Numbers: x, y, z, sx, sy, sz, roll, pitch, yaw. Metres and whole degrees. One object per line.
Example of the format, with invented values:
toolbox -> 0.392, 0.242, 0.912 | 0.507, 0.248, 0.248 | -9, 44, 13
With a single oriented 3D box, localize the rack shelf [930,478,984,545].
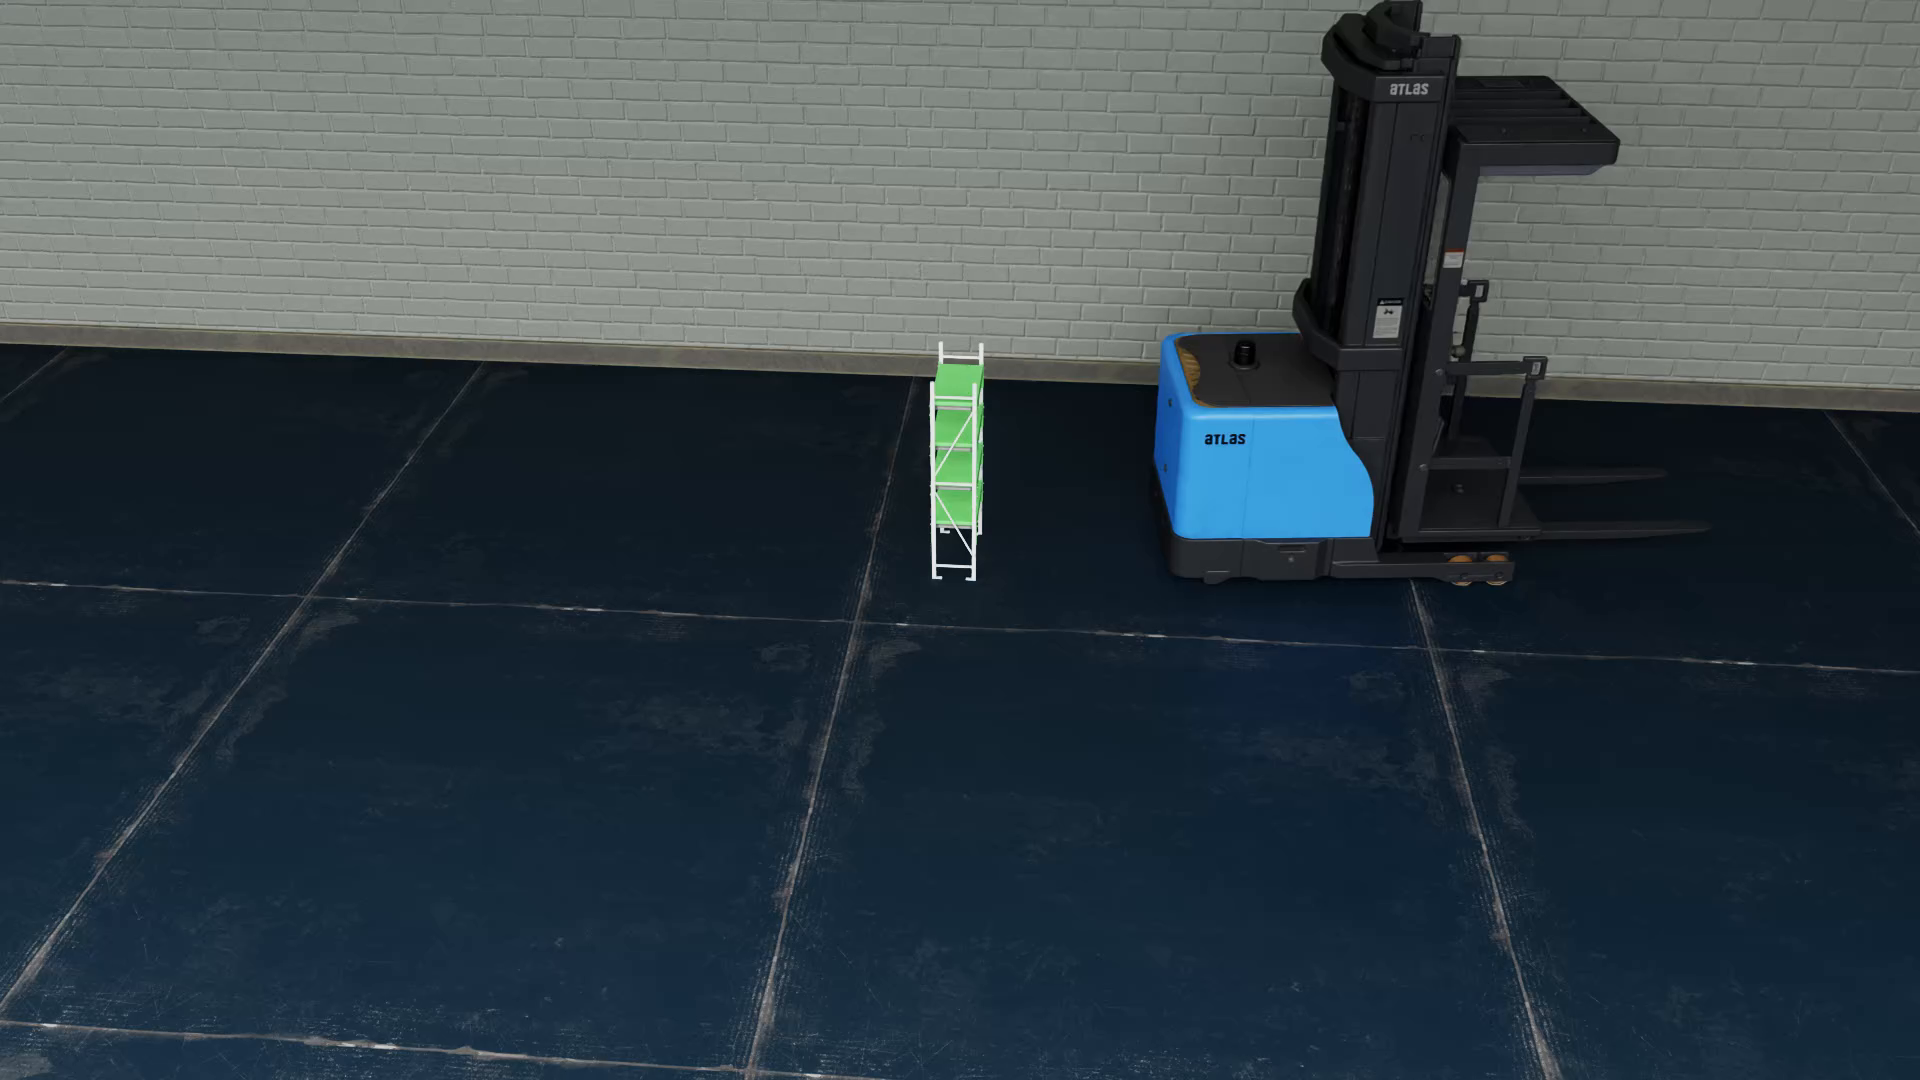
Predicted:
rack shelf -> -0.013, -0.166, 9.235 | 0.258, 0.148, 0.480 | 2, 32, 4

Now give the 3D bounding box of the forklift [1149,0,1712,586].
forklift -> 2.647, -1.275, 8.805 | 3.031, 2.935, 1.130 | -1, 32, -1

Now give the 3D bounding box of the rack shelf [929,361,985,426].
rack shelf -> -0.013, -0.778, 8.857 | 0.258, 0.148, 0.480 | 2, 32, 4

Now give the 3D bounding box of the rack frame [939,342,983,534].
rack frame -> 0.006, -0.552, 9.282 | 0.240, 1.200, 0.015 | 2, 32, 4

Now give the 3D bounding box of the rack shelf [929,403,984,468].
rack shelf -> -0.013, -0.574, 8.983 | 0.258, 0.148, 0.480 | 2, 32, 4

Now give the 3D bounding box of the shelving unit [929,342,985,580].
shelving unit -> -0.013, -0.424, 9.075 | 0.258, 1.200, 0.503 | 2, 32, 4

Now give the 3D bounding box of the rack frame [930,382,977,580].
rack frame -> -0.033, -0.297, 8.868 | 0.240, 1.200, 0.015 | 2, 32, 4

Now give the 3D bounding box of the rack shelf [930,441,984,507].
rack shelf -> -0.013, -0.370, 9.109 | 0.258, 0.148, 0.480 | 2, 32, 4
